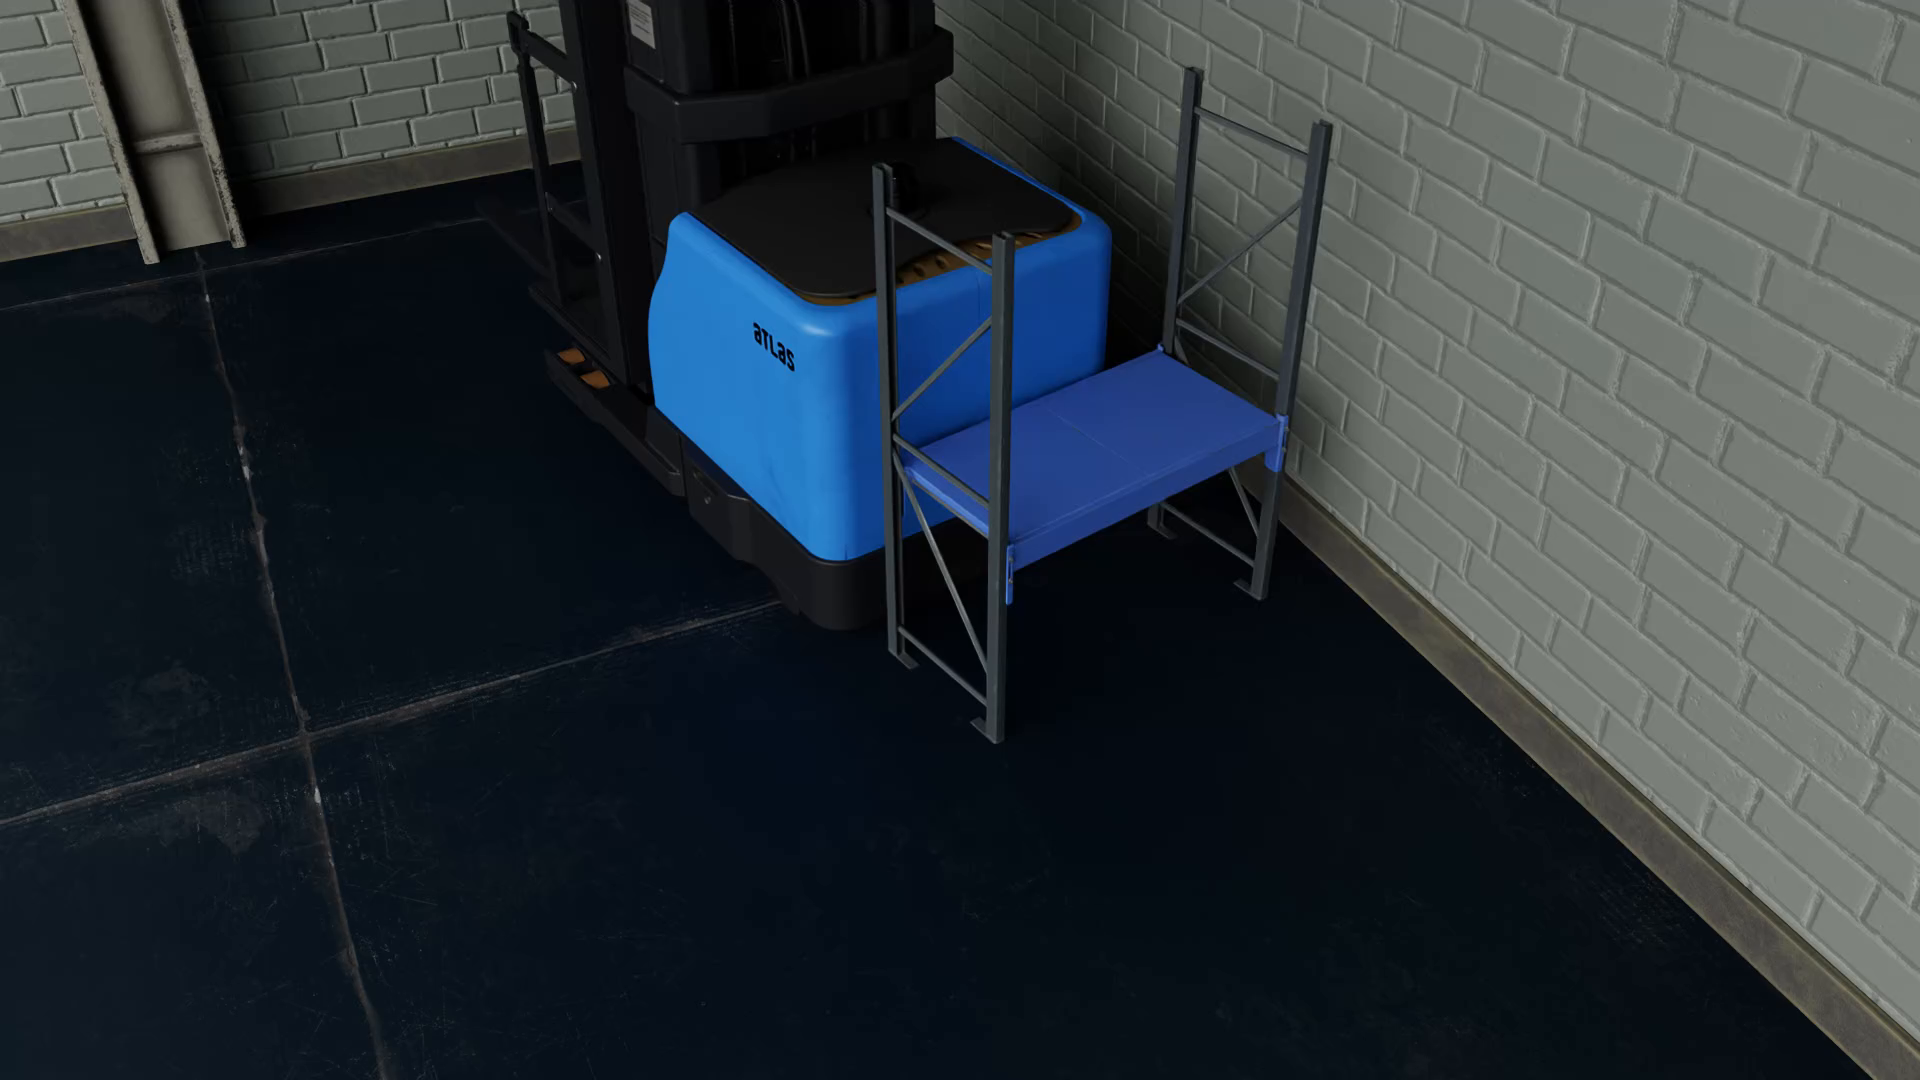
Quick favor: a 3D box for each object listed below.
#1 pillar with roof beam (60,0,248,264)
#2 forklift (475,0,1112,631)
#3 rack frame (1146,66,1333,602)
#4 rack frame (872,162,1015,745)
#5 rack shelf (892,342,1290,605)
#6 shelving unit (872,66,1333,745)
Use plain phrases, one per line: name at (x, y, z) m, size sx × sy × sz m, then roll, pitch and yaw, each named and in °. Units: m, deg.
pillar with roof beam at (-1.367, -2.545, 1.128) m, size 0.400 × 9.000 × 9.100 m, roll -16°, pitch 39°, yaw -20°
forklift at (-0.816, -1.750, 5.149) m, size 1.130 × 2.935 × 3.031 m, roll -23°, pitch 42°, yaw -28°
rack frame at (0.761, -0.540, 4.719) m, size 0.032 × 1.500 × 0.500 m, roll -25°, pitch 43°, yaw -29°
rack frame at (-0.044, -0.170, 4.220) m, size 0.032 × 1.500 × 0.500 m, roll -25°, pitch 43°, yaw -29°
rack shelf at (0.359, -0.210, 4.576) m, size 1.000 × 0.185 × 0.538 m, roll -25°, pitch 43°, yaw -29°
shelving unit at (0.359, -0.355, 4.469) m, size 1.048 × 1.500 × 0.538 m, roll -25°, pitch 43°, yaw -29°
